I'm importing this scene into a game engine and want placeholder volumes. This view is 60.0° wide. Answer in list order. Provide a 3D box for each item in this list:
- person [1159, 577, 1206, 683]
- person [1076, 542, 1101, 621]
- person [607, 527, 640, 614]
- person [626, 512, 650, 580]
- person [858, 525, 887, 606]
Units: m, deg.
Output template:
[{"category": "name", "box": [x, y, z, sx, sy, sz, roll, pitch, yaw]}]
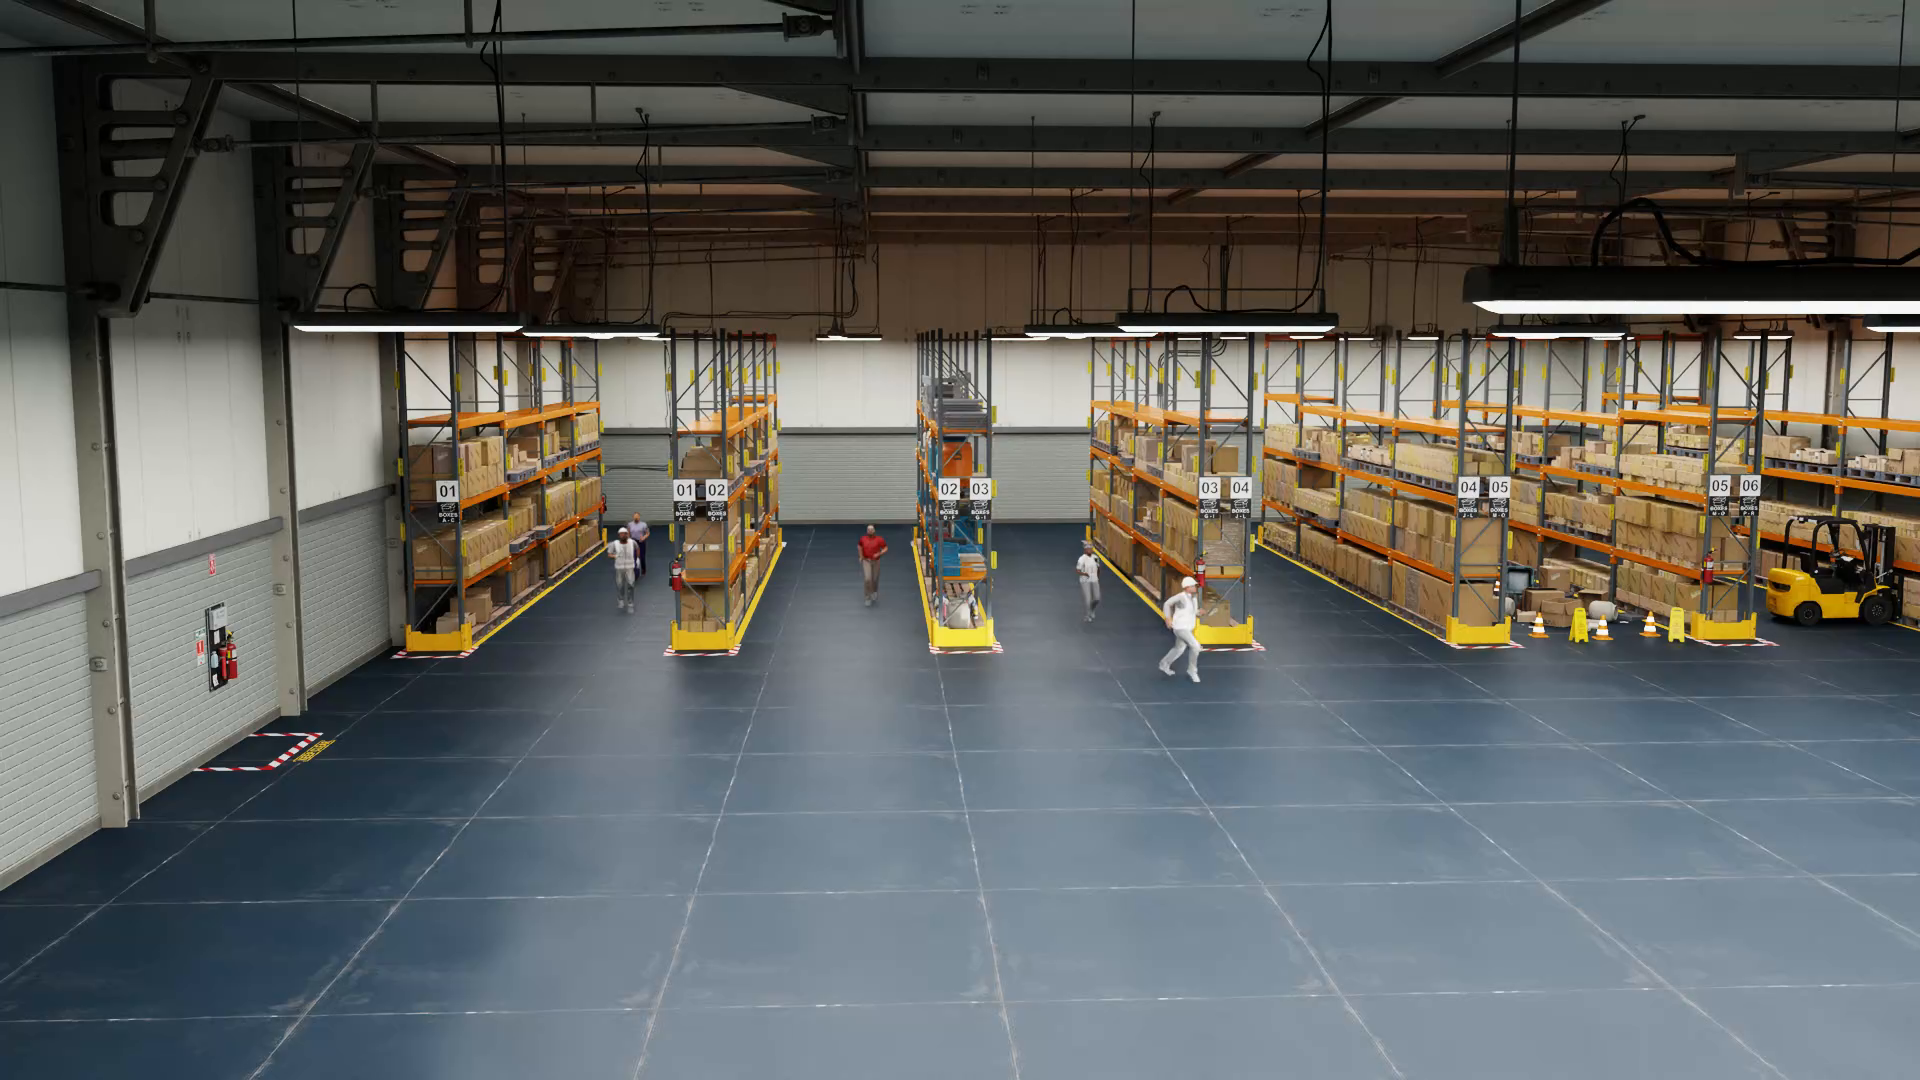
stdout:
[{"category": "person", "box": [3.782, 1.520, 28.337, 0.852, 1.815, 0.679, 5, 8, 35]}, {"category": "person", "box": [2.694, 0.862, 34.249, 0.565, 1.655, 0.553, -2, 7, -16]}, {"category": "person", "box": [-7.188, 0.645, 35.579, 0.704, 1.851, 0.796, -2, 7, -14]}, {"category": "person", "box": [-7.899, 0.130, 40.681, 0.599, 1.640, 0.715, -1, 7, -6]}, {"category": "person", "box": [-1.925, 0.546, 36.753, 0.653, 1.787, 0.810, 0, 7, -2]}]
